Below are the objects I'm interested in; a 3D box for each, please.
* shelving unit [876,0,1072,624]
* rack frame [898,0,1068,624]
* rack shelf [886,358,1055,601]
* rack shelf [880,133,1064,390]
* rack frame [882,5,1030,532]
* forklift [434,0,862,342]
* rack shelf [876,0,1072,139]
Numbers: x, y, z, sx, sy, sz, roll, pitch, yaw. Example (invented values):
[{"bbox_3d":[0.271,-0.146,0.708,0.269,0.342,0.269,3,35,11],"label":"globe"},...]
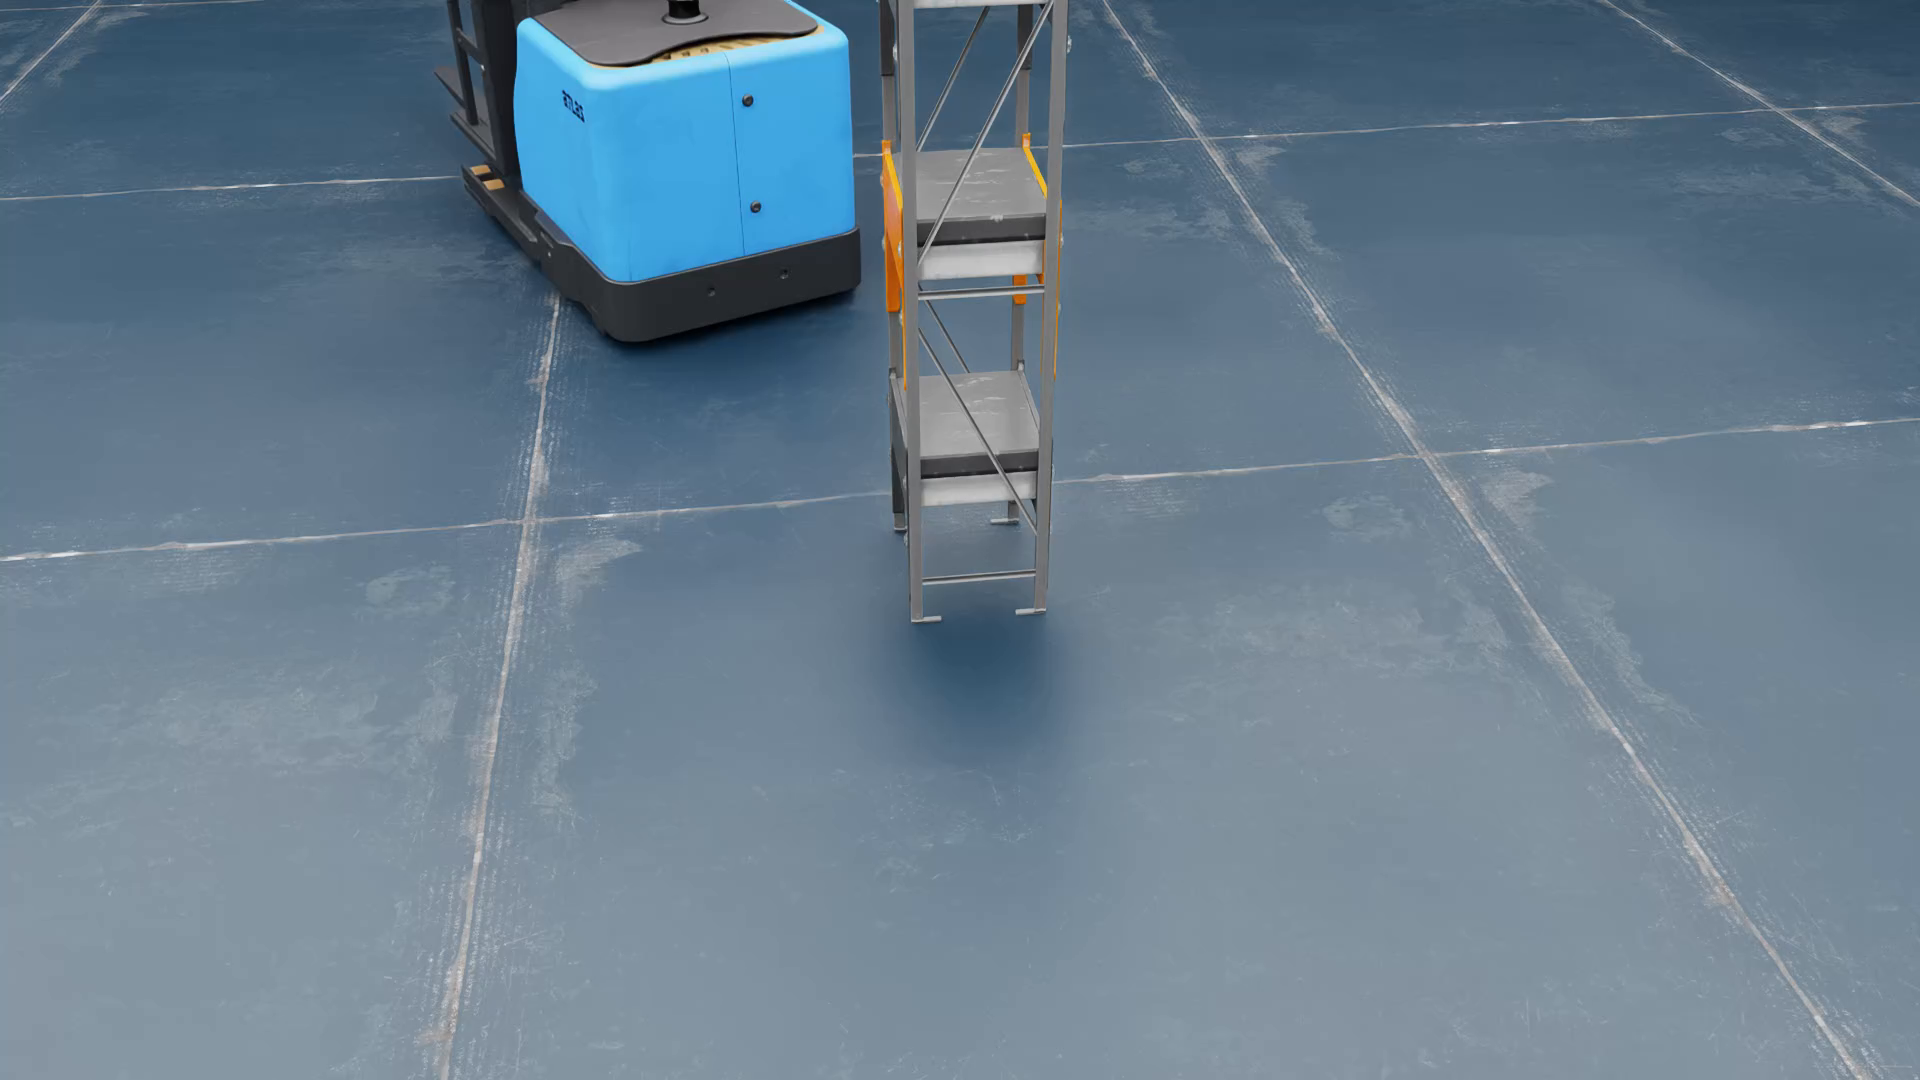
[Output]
[{"bbox_3d":[0.022,-0.775,4.523,0.431,2.100,0.503,-4,35,-6],"label":"shelving unit"},{"bbox_3d":[0.055,-0.639,4.323,0.400,2.100,0.015,-4,35,-6],"label":"rack frame"},{"bbox_3d":[0.022,-0.186,4.925,0.431,0.518,0.480,-4,35,-6],"label":"rack shelf"},{"bbox_3d":[0.022,-0.764,4.531,0.431,0.518,0.480,-4,35,-6],"label":"rack shelf"},{"bbox_3d":[-0.011,-0.911,4.723,0.400,2.100,0.015,-4,35,-6],"label":"rack frame"},{"bbox_3d":[-1.573,-2.752,6.685,1.130,2.935,3.031,-18,38,-25],"label":"forklift"},{"bbox_3d":[0.022,-1.342,4.137,0.431,0.518,0.480,-4,35,-6],"label":"rack shelf"}]
